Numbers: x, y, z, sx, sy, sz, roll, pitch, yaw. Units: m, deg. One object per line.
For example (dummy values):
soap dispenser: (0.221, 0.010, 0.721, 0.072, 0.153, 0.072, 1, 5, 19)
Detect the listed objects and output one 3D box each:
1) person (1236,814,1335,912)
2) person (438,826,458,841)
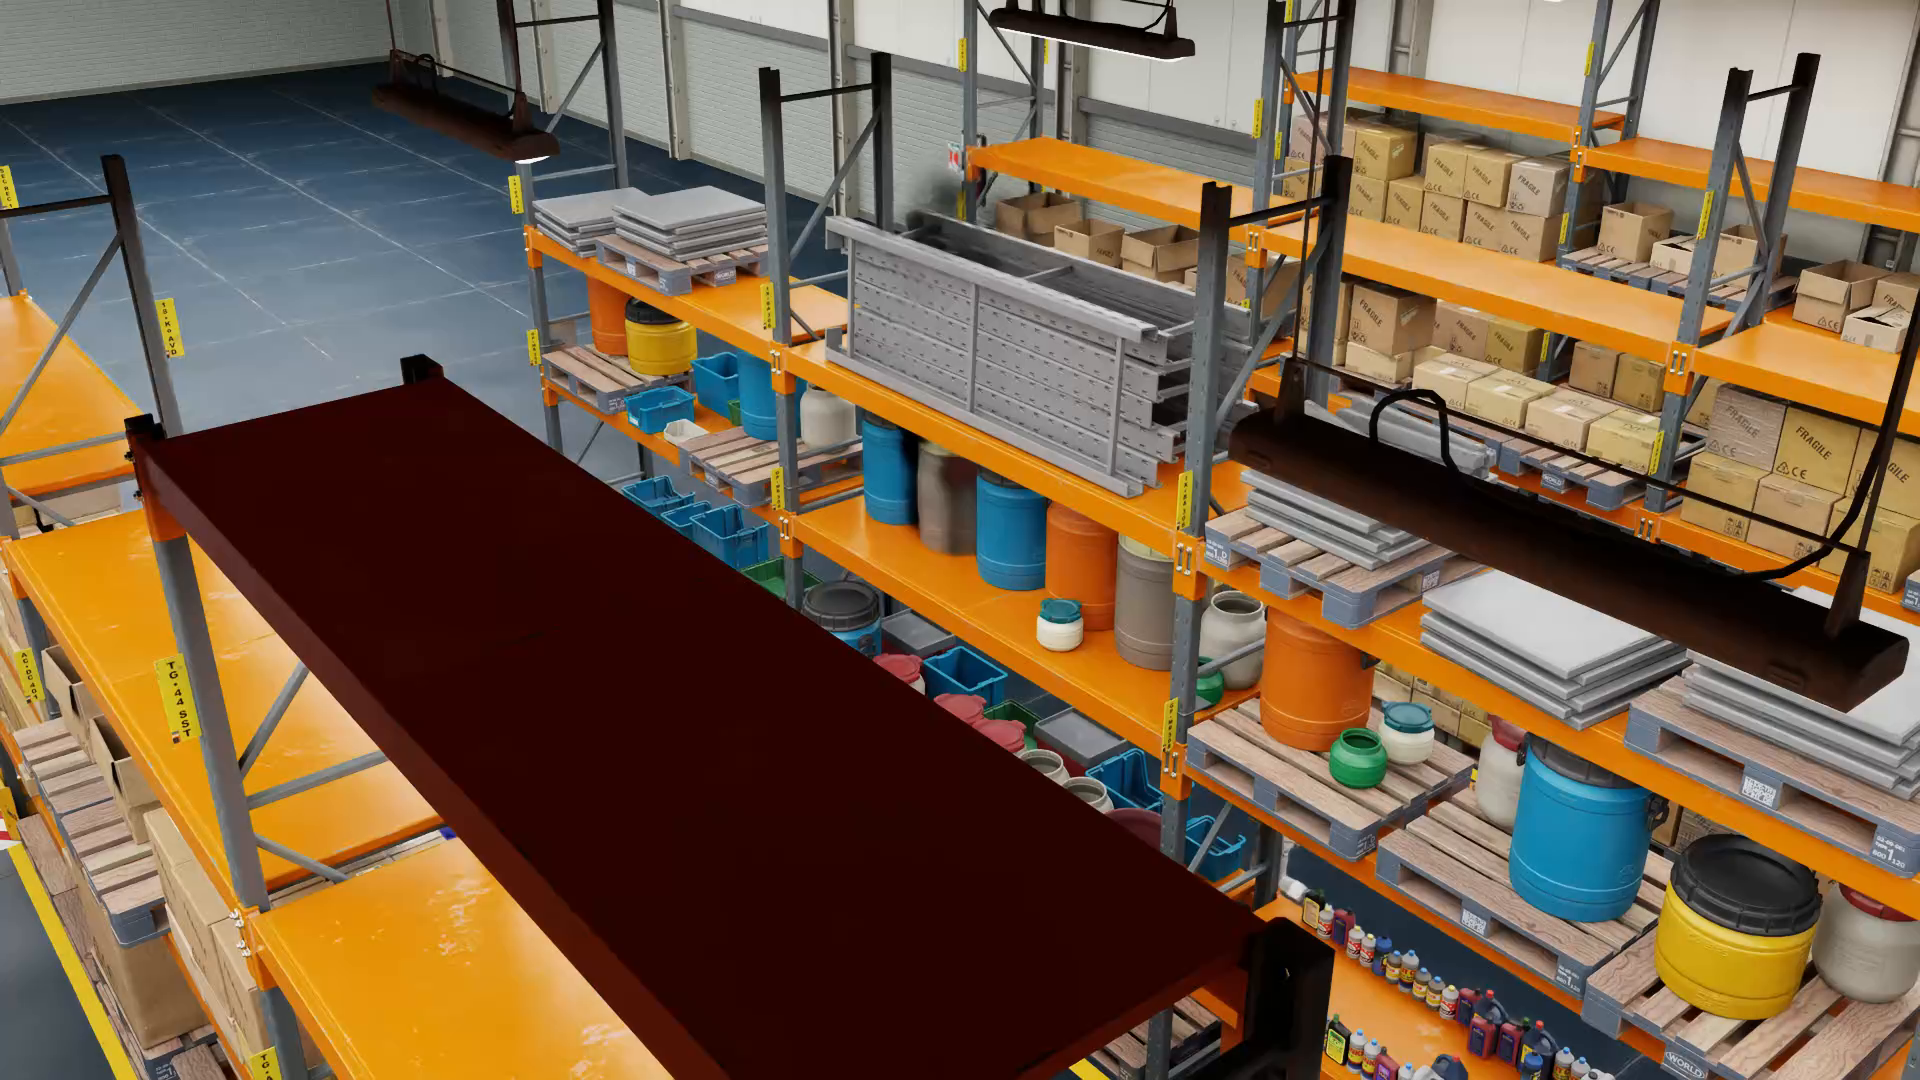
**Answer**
person: (2.355, 2.096, 11.974, 0.633, 1.770, 1.068, -21, 33, -37)
person: (-3.481, 2.379, 11.511, 0.589, 1.717, 0.723, -18, 31, -33)
